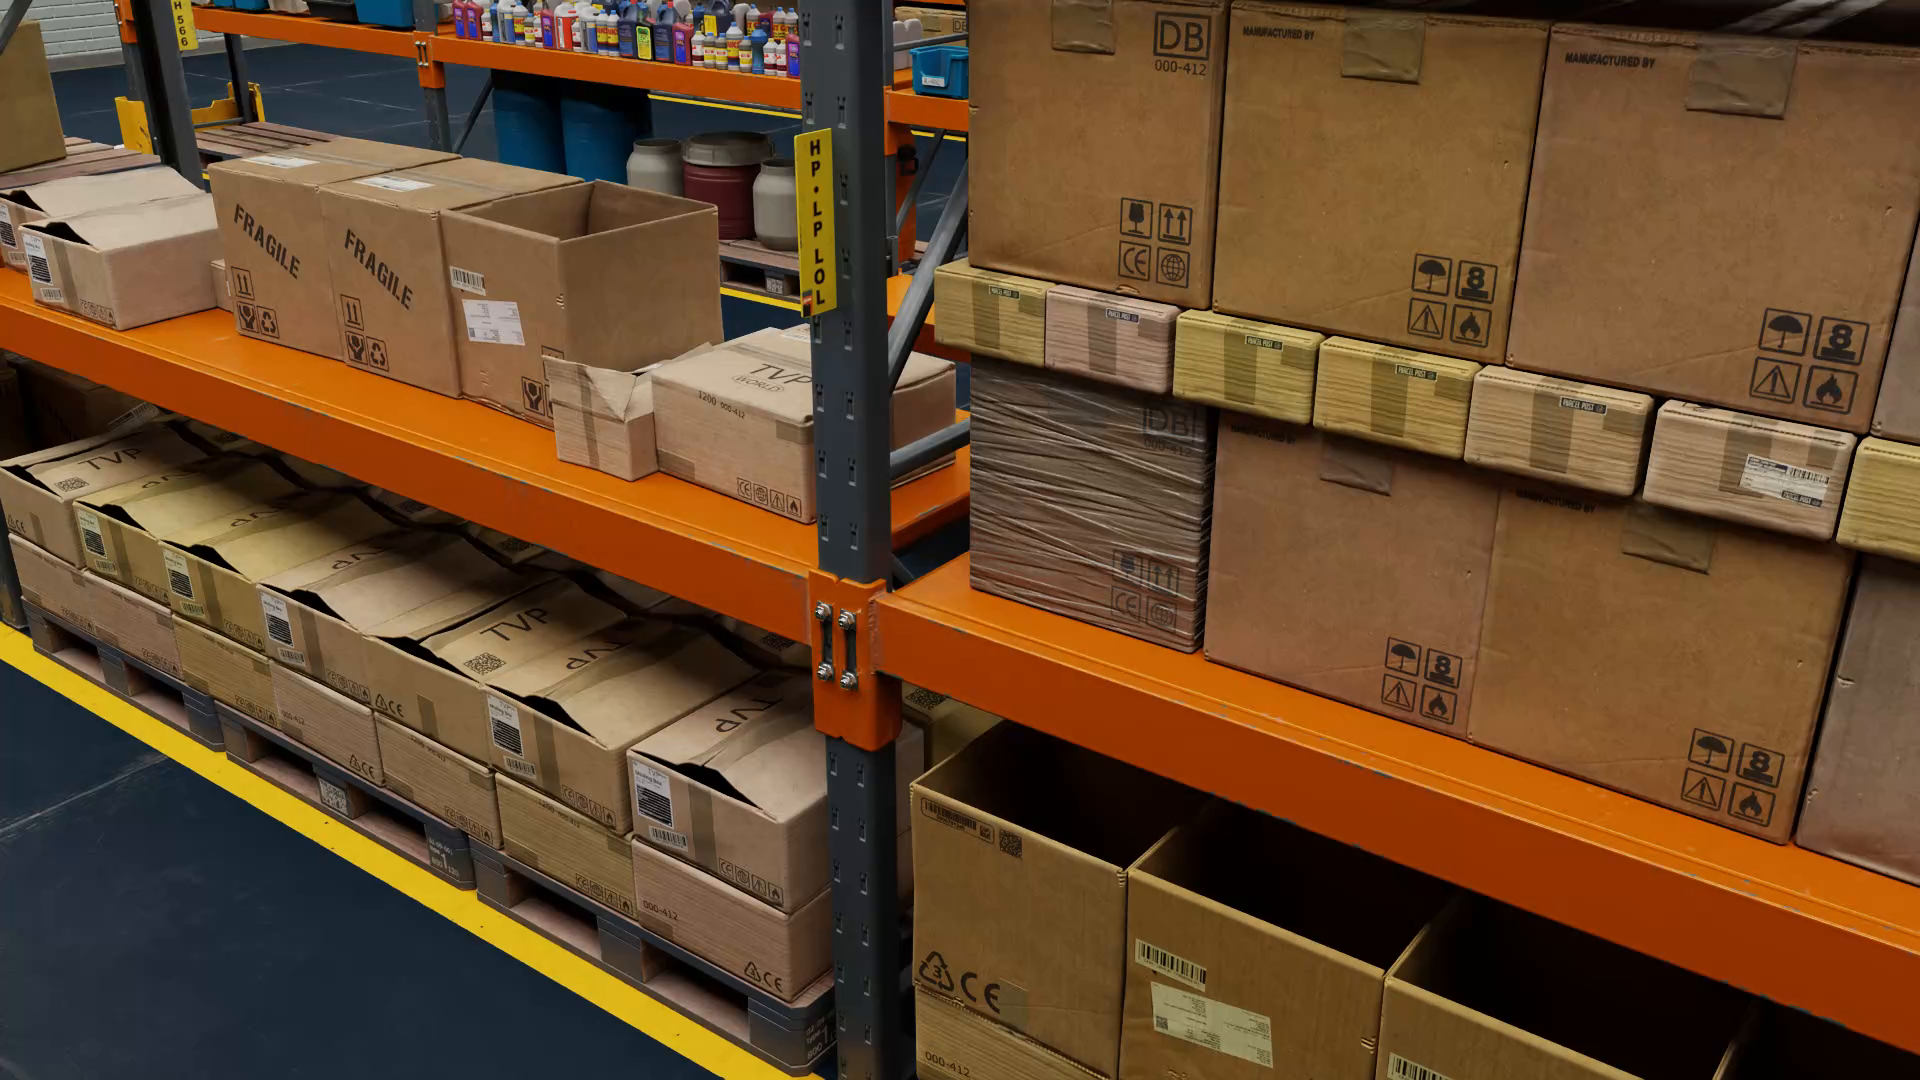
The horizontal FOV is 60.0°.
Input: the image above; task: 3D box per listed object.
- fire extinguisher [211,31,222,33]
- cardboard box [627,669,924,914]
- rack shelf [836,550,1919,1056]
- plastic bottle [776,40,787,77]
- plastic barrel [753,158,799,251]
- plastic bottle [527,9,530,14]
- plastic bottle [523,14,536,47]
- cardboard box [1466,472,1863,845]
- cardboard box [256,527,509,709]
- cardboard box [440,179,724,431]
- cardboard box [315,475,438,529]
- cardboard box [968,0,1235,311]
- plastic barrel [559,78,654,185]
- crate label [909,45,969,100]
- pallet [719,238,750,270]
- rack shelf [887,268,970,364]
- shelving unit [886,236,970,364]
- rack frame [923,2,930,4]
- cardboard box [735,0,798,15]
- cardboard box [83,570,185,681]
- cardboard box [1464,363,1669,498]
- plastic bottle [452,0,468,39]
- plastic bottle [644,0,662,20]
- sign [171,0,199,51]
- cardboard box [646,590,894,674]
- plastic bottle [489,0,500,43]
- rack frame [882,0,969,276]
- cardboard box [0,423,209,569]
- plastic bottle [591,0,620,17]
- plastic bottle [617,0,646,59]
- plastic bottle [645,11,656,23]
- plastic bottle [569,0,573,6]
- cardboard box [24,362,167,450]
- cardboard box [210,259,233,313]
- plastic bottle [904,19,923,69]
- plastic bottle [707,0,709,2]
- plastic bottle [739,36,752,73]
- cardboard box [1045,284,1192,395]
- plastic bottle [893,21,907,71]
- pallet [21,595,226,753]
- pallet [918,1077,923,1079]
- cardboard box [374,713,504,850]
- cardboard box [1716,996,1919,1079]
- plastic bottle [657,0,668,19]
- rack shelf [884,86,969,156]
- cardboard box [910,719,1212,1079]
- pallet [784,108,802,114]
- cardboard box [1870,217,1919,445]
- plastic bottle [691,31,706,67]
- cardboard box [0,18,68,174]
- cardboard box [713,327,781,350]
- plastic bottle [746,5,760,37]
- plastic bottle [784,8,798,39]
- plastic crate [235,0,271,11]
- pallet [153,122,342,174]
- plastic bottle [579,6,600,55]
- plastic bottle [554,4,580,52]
[{"bbox_3d":[-6.414,-4.725,14.312,0.183,0.674,0.296,17,29,33],"label":"fire extinguisher"},{"bbox_3d":[-0.433,0.555,3.963,0.500,0.311,0.500,17,29,33],"label":"cardboard box"},{"bbox_3d":[1.663,0.564,2.642,4.000,0.370,1.077,17,29,33],"label":"rack shelf"},{"bbox_3d":[-1.010,-2.772,9.568,0.097,0.201,0.097,0,24,0],"label":"plastic bottle"},{"bbox_3d":[-1.071,-2.088,10.332,0.421,0.512,0.421,0,24,0],"label":"plastic barrel"},{"bbox_3d":[-2.870,-3.411,11.018,0.097,0.201,0.097,0,24,0],"label":"plastic bottle"},{"bbox_3d":[-2.776,-3.306,10.779,0.097,0.201,0.097,0,24,0],"label":"plastic bottle"},{"bbox_3d":[1.247,0.059,2.772,0.500,0.500,0.700,17,29,34],"label":"cardboard box"},{"bbox_3d":[-1.651,0.187,4.799,0.500,0.311,0.500,16,29,33],"label":"cardboard box"},{"bbox_3d":[-0.964,-0.613,4.297,0.500,0.500,0.500,19,30,37],"label":"cardboard box"},{"bbox_3d":[-1.749,-0.113,5.480,0.500,0.311,0.500,17,29,33],"label":"cardboard box"},{"bbox_3d":[0.422,-0.783,3.074,0.500,0.500,0.700,17,29,34],"label":"cardboard box"},{"bbox_3d":[-2.373,-2.704,11.249,0.708,0.901,0.600,17,29,33],"label":"plastic barrel"},{"bbox_3d":[-0.052,-2.514,8.943,0.416,0.233,0.303,17,29,33],"label":"crate label"},{"bbox_3d":[-1.792,-2.010,11.049,1.213,0.211,1.003,17,29,33],"label":"pallet"},{"bbox_3d":[-0.005,-0.784,6.409,1.000,0.278,0.538,17,29,33],"label":"rack shelf"},{"bbox_3d":[-0.005,-0.516,6.527,1.048,1.125,0.538,17,29,33],"label":"shelving unit"},{"bbox_3d":[-0.395,-5.379,15.237,0.127,3.000,1.000,17,29,33],"label":"rack frame"},{"bbox_3d":[-1.595,-5.002,16.496,0.875,0.875,0.875,17,29,33],"label":"cardboard box"},{"bbox_3d":[-2.492,0.193,5.482,0.500,0.250,0.500,16,28,32],"label":"cardboard box"},{"bbox_3d":[0.980,-0.217,2.594,0.250,0.149,0.380,16,28,32],"label":"cardboard box"},{"bbox_3d":[-3.328,-3.501,11.120,0.133,0.283,0.061,17,29,33],"label":"plastic bottle"},{"bbox_3d":[-2.052,-3.490,11.104,0.135,0.276,0.152,17,29,33],"label":"plastic bottle"},{"bbox_3d":[-2.808,-1.926,5.965,0.005,0.325,0.100,17,29,33],"label":"sign"},{"bbox_3d":[-0.516,0.258,4.639,0.500,0.311,0.500,16,29,33],"label":"cardboard box"},{"bbox_3d":[-3.040,-3.418,10.946,0.097,0.271,0.097,0,24,0],"label":"plastic bottle"},{"bbox_3d":[-0.164,-2.813,9.415,0.127,3.000,1.000,17,29,33],"label":"rack frame"},{"bbox_3d":[-2.895,-0.185,5.644,0.500,0.311,0.500,18,29,35],"label":"cardboard box"},{"bbox_3d":[-2.372,-3.550,11.148,0.185,0.351,0.144,17,29,33],"label":"plastic bottle"},{"bbox_3d":[-2.015,-3.156,10.254,0.185,0.351,0.144,17,29,33],"label":"plastic bottle"},{"bbox_3d":[-1.877,-3.093,10.195,0.133,0.283,0.061,17,29,33],"label":"plastic bottle"},{"bbox_3d":[-2.676,-3.628,11.509,0.097,0.201,0.097,0,24,0],"label":"plastic bottle"},{"bbox_3d":[-3.331,-0.476,6.664,0.500,0.500,0.500,18,30,35],"label":"cardboard box"},{"bbox_3d":[-2.084,-0.811,5.182,0.250,0.149,0.380,19,30,37],"label":"cardboard box"},{"bbox_3d":[-0.317,-2.965,9.914,0.135,0.276,0.152,17,29,33],"label":"plastic bottle"},{"bbox_3d":[-1.654,-3.396,10.882,0.133,0.283,0.061,17,29,33],"label":"plastic bottle"},{"bbox_3d":[-1.244,-2.843,9.728,0.097,0.201,0.097,0,24,0],"label":"plastic bottle"},{"bbox_3d":[0.362,-0.403,3.017,0.250,0.149,0.380,17,29,34],"label":"cardboard box"},{"bbox_3d":[-0.408,-2.916,9.803,0.135,0.276,0.152,17,29,33],"label":"plastic bottle"},{"bbox_3d":[-2.503,0.272,5.872,1.213,0.211,1.003,17,29,33],"label":"pallet"},{"bbox_3d":[0.674,1.233,3.690,1.213,0.211,1.003,17,29,33],"label":"pallet"},{"bbox_3d":[-1.256,0.564,4.639,0.500,0.250,0.500,18,29,34],"label":"cardboard box"},{"bbox_3d":[1.448,1.049,2.608,0.500,0.500,0.500,17,29,33],"label":"cardboard box"},{"bbox_3d":[-1.927,-3.387,10.877,0.097,0.271,0.097,0,24,0],"label":"plastic bottle"},{"bbox_3d":[1.436,-2.000,8.462,4.000,0.370,1.077,17,29,33],"label":"rack shelf"},{"bbox_3d":[0.246,0.687,3.429,0.500,0.500,0.500,17,29,33],"label":"cardboard box"},{"bbox_3d":[-0.956,-4.312,16.274,1.213,0.211,1.003,17,29,33],"label":"pallet"},{"bbox_3d":[1.626,-0.419,2.248,0.500,0.500,0.700,17,29,33],"label":"cardboard box"},{"bbox_3d":[-1.555,-2.937,9.942,0.097,0.201,0.097,0,24,0],"label":"plastic bottle"},{"bbox_3d":[-3.710,-1.570,5.948,0.500,0.500,0.700,7,25,16],"label":"cardboard box"},{"bbox_3d":[-0.524,-0.414,4.281,0.250,0.149,0.380,17,29,33],"label":"cardboard box"},{"bbox_3d":[-1.317,-3.280,10.633,0.097,0.271,0.097,0,24,0],"label":"plastic bottle"},{"bbox_3d":[-1.055,-3.200,10.452,0.097,0.271,0.097,0,24,0],"label":"plastic bottle"},{"bbox_3d":[-5.272,-4.142,12.563,0.300,0.233,0.416,17,29,33],"label":"plastic crate"},{"bbox_3d":[-5.929,-3.260,13.887,1.213,0.211,1.003,17,29,33],"label":"pallet"},{"bbox_3d":[-2.297,-3.209,10.467,0.135,0.276,0.152,17,29,33],"label":"plastic bottle"},{"bbox_3d":[-2.482,-3.265,10.594,0.135,0.276,0.152,17,29,33],"label":"plastic bottle"}]
